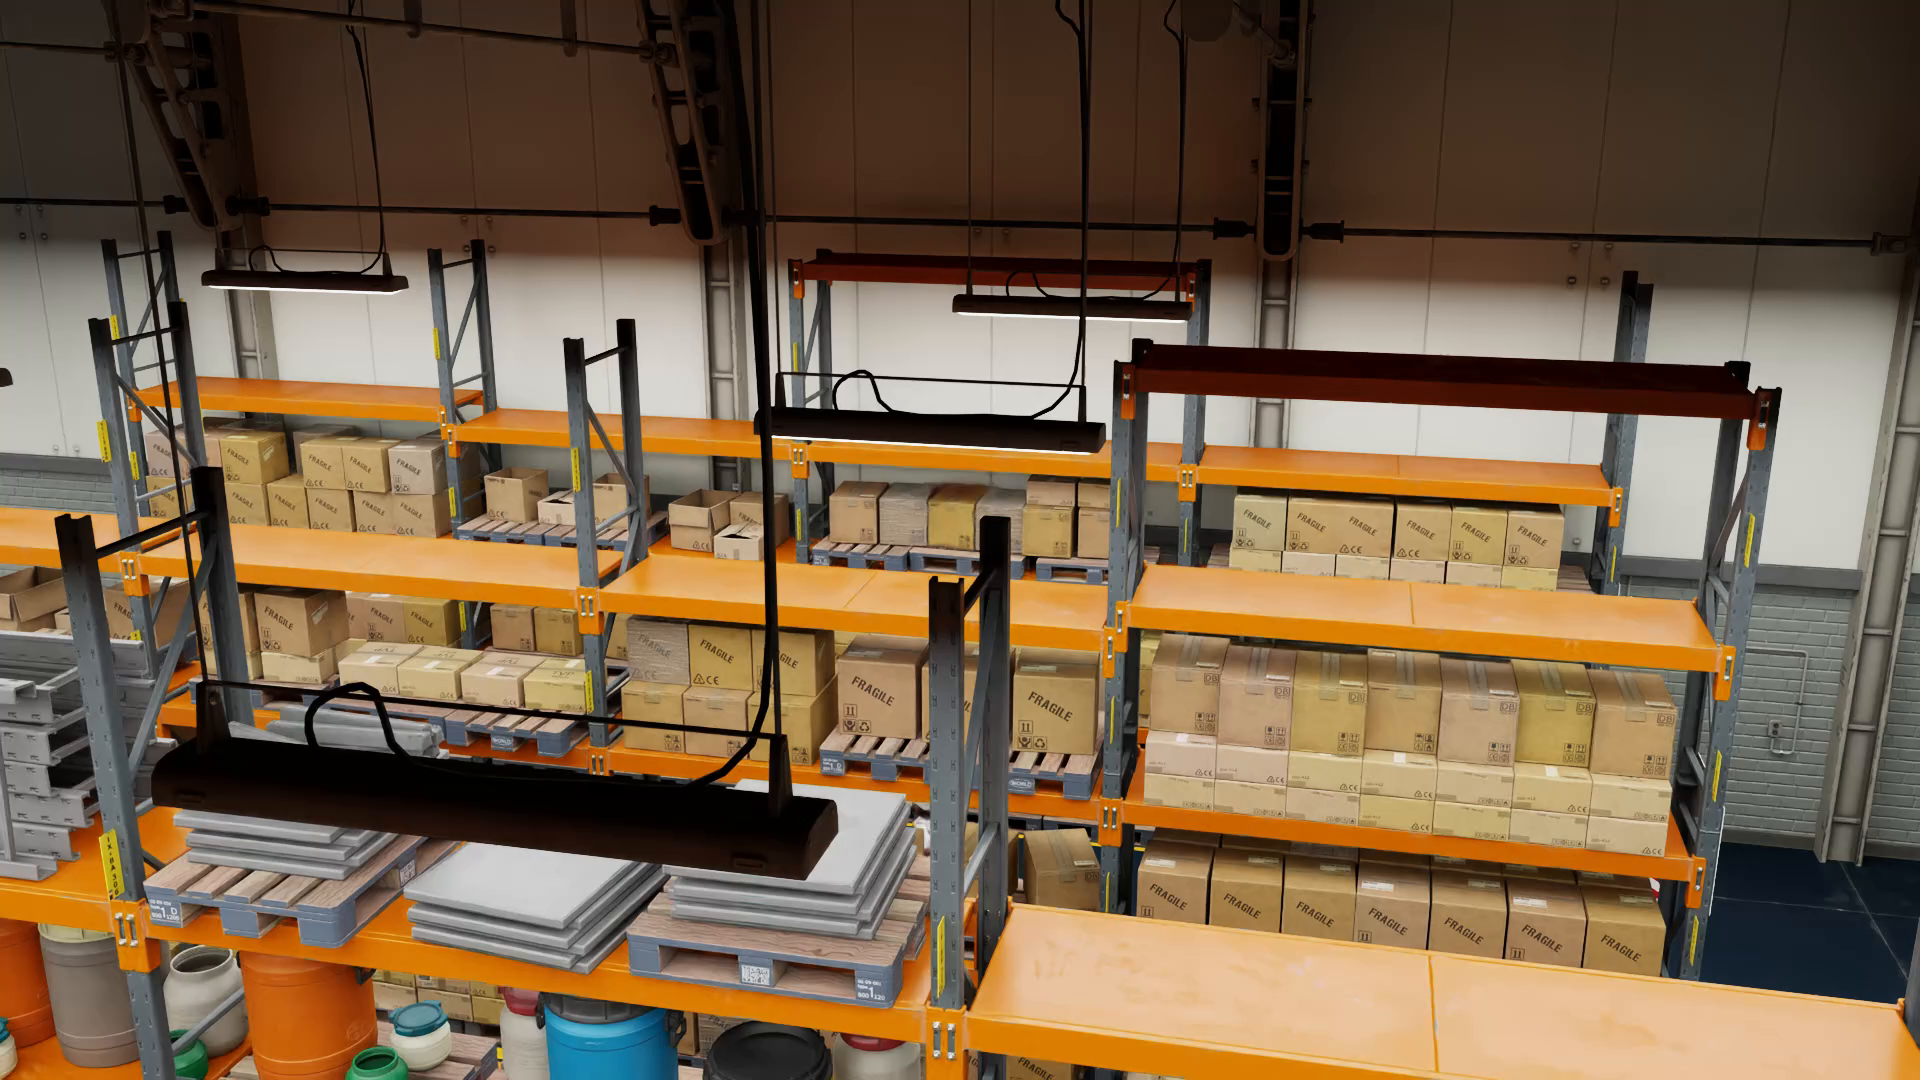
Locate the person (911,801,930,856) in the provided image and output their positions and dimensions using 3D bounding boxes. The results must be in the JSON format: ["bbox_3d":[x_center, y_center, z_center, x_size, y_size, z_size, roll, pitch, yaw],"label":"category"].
[{"bbox_3d":[-0.215,3.042,15.105,0.737,1.617,0.631,7,18,22],"label":"person"}]
